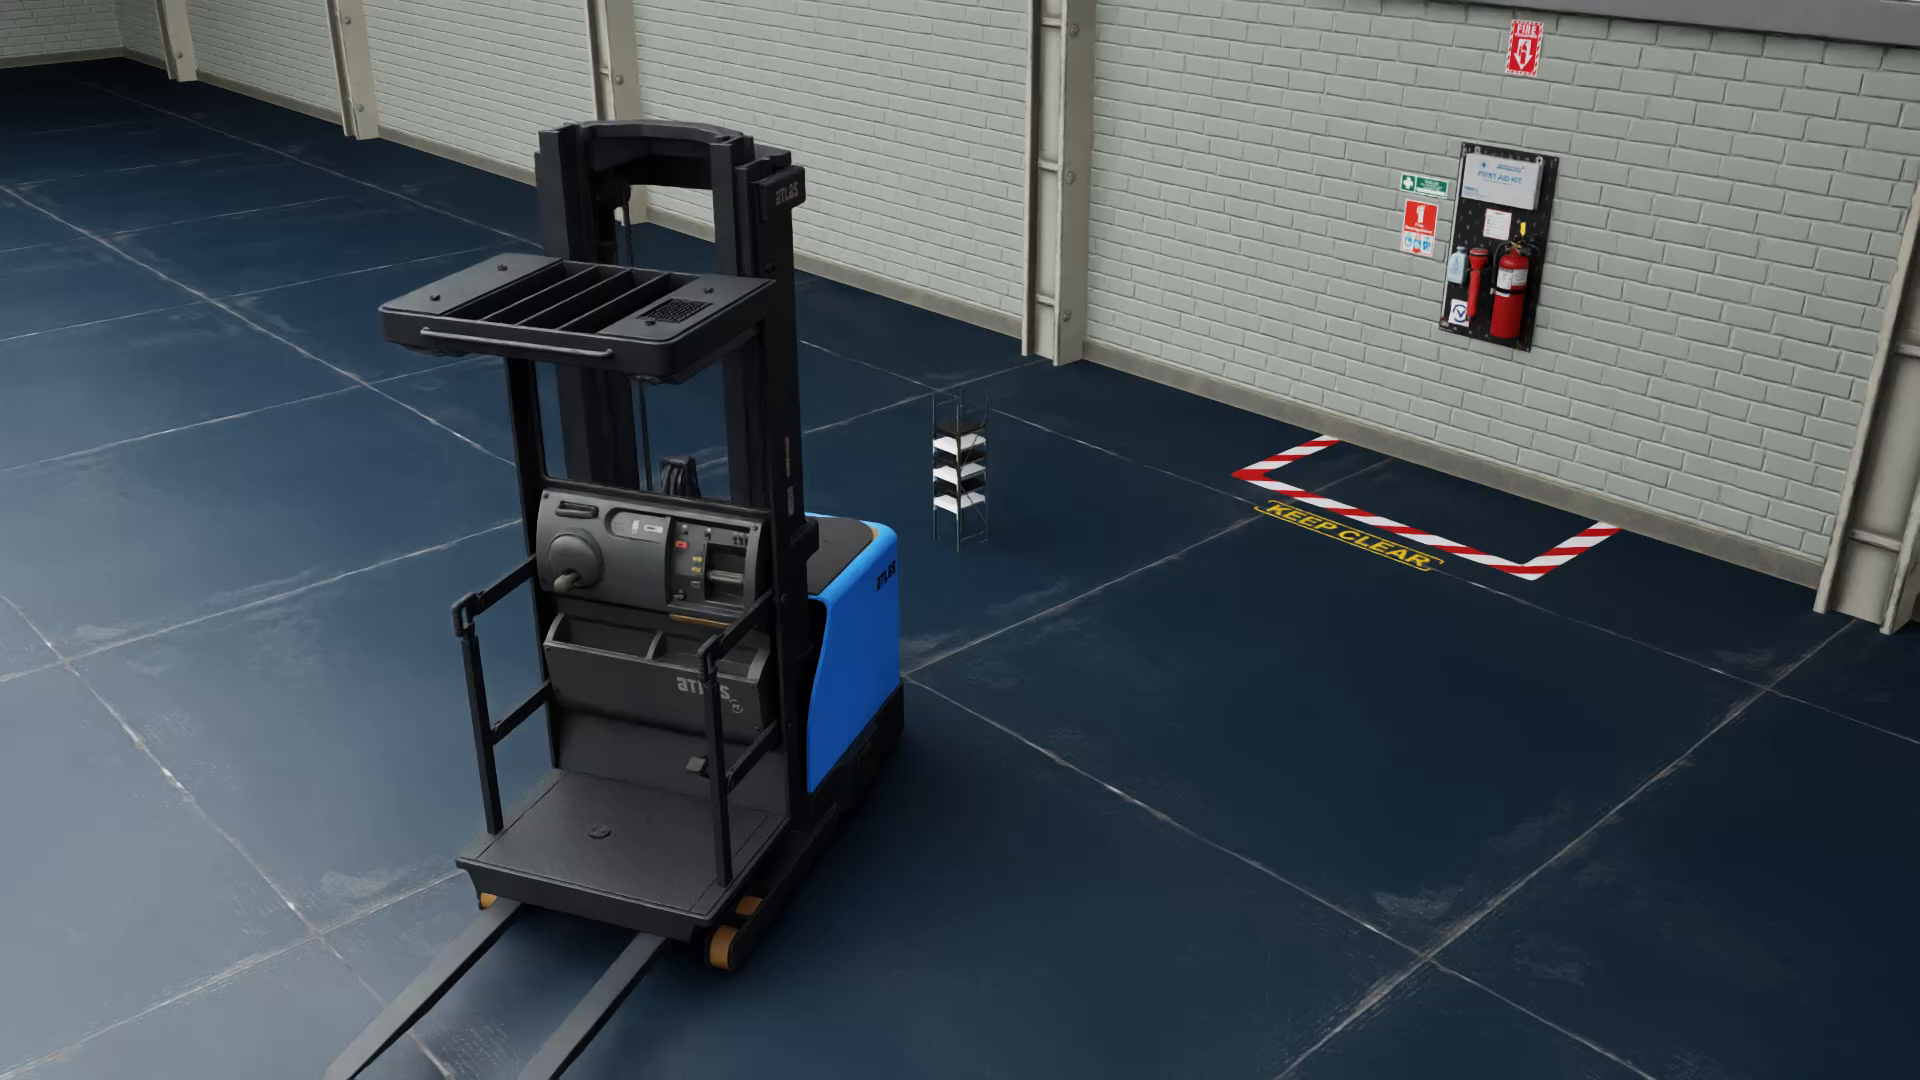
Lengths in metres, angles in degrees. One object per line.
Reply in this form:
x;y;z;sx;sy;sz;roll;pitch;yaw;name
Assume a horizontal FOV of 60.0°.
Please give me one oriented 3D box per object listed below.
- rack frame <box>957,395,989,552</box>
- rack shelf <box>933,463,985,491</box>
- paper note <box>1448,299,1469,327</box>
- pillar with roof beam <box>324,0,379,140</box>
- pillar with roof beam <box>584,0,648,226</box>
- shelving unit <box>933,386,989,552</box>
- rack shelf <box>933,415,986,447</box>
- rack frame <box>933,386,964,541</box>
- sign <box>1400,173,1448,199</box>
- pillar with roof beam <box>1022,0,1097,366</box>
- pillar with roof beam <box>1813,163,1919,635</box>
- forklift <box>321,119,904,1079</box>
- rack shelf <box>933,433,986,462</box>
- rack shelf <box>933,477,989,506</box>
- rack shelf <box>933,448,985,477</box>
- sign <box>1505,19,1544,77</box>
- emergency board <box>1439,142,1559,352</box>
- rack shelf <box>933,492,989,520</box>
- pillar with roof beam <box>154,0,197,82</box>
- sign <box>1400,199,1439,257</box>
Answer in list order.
0.075;-0.376;9.490;0.240;0.900;0.006;-21;32;-38;rack frame
0.006;-0.377;9.572;0.258;0.077;0.200;-21;32;-38;rack shelf
3.090;-1.403;10.272;0.016;0.148;0.142;-21;32;-38;paper note
-10.623;-7.932;16.295;9.100;9.000;0.400;-21;32;-38;pillar with roof beam
-6.522;-6.114;12.311;9.100;9.000;0.400;-21;32;-38;pillar with roof beam
0.006;-0.407;9.558;0.258;0.900;0.210;-21;32;-38;shelving unit
0.006;-0.622;9.460;0.258;0.077;0.200;-21;32;-38;rack shelf
-0.064;-0.438;9.625;0.240;0.900;0.006;-21;32;-38;rack frame
2.855;-2.180;10.234;0.001;0.109;0.331;-21;32;-38;sign
-2.421;-4.297;8.326;9.100;9.000;0.400;-21;32;-38;pillar with roof beam
1.680;-2.479;4.341;9.100;9.000;0.400;-21;32;-38;pillar with roof beam
-1.239;0.083;6.037;1.130;2.935;3.031;9;26;18;forklift
0.006;-0.540;9.497;0.258;0.077;0.200;-21;32;-38;rack shelf
0.006;-0.295;9.609;0.258;0.077;0.200;-21;32;-38;rack shelf
0.006;-0.459;9.534;0.258;0.077;0.200;-21;32;-38;rack shelf
3.228;-2.815;9.515;0.001;0.298;0.199;-21;32;-38;sign
3.161;-1.730;9.928;0.194;1.169;0.643;-21;32;-38;emergency board
0.006;-0.213;9.646;0.258;0.077;0.200;-21;32;-38;rack shelf
-14.724;-9.750;20.280;9.100;9.000;0.400;-21;32;-38;pillar with roof beam
2.858;-1.943;10.352;0.001;0.329;0.234;-21;32;-38;sign
